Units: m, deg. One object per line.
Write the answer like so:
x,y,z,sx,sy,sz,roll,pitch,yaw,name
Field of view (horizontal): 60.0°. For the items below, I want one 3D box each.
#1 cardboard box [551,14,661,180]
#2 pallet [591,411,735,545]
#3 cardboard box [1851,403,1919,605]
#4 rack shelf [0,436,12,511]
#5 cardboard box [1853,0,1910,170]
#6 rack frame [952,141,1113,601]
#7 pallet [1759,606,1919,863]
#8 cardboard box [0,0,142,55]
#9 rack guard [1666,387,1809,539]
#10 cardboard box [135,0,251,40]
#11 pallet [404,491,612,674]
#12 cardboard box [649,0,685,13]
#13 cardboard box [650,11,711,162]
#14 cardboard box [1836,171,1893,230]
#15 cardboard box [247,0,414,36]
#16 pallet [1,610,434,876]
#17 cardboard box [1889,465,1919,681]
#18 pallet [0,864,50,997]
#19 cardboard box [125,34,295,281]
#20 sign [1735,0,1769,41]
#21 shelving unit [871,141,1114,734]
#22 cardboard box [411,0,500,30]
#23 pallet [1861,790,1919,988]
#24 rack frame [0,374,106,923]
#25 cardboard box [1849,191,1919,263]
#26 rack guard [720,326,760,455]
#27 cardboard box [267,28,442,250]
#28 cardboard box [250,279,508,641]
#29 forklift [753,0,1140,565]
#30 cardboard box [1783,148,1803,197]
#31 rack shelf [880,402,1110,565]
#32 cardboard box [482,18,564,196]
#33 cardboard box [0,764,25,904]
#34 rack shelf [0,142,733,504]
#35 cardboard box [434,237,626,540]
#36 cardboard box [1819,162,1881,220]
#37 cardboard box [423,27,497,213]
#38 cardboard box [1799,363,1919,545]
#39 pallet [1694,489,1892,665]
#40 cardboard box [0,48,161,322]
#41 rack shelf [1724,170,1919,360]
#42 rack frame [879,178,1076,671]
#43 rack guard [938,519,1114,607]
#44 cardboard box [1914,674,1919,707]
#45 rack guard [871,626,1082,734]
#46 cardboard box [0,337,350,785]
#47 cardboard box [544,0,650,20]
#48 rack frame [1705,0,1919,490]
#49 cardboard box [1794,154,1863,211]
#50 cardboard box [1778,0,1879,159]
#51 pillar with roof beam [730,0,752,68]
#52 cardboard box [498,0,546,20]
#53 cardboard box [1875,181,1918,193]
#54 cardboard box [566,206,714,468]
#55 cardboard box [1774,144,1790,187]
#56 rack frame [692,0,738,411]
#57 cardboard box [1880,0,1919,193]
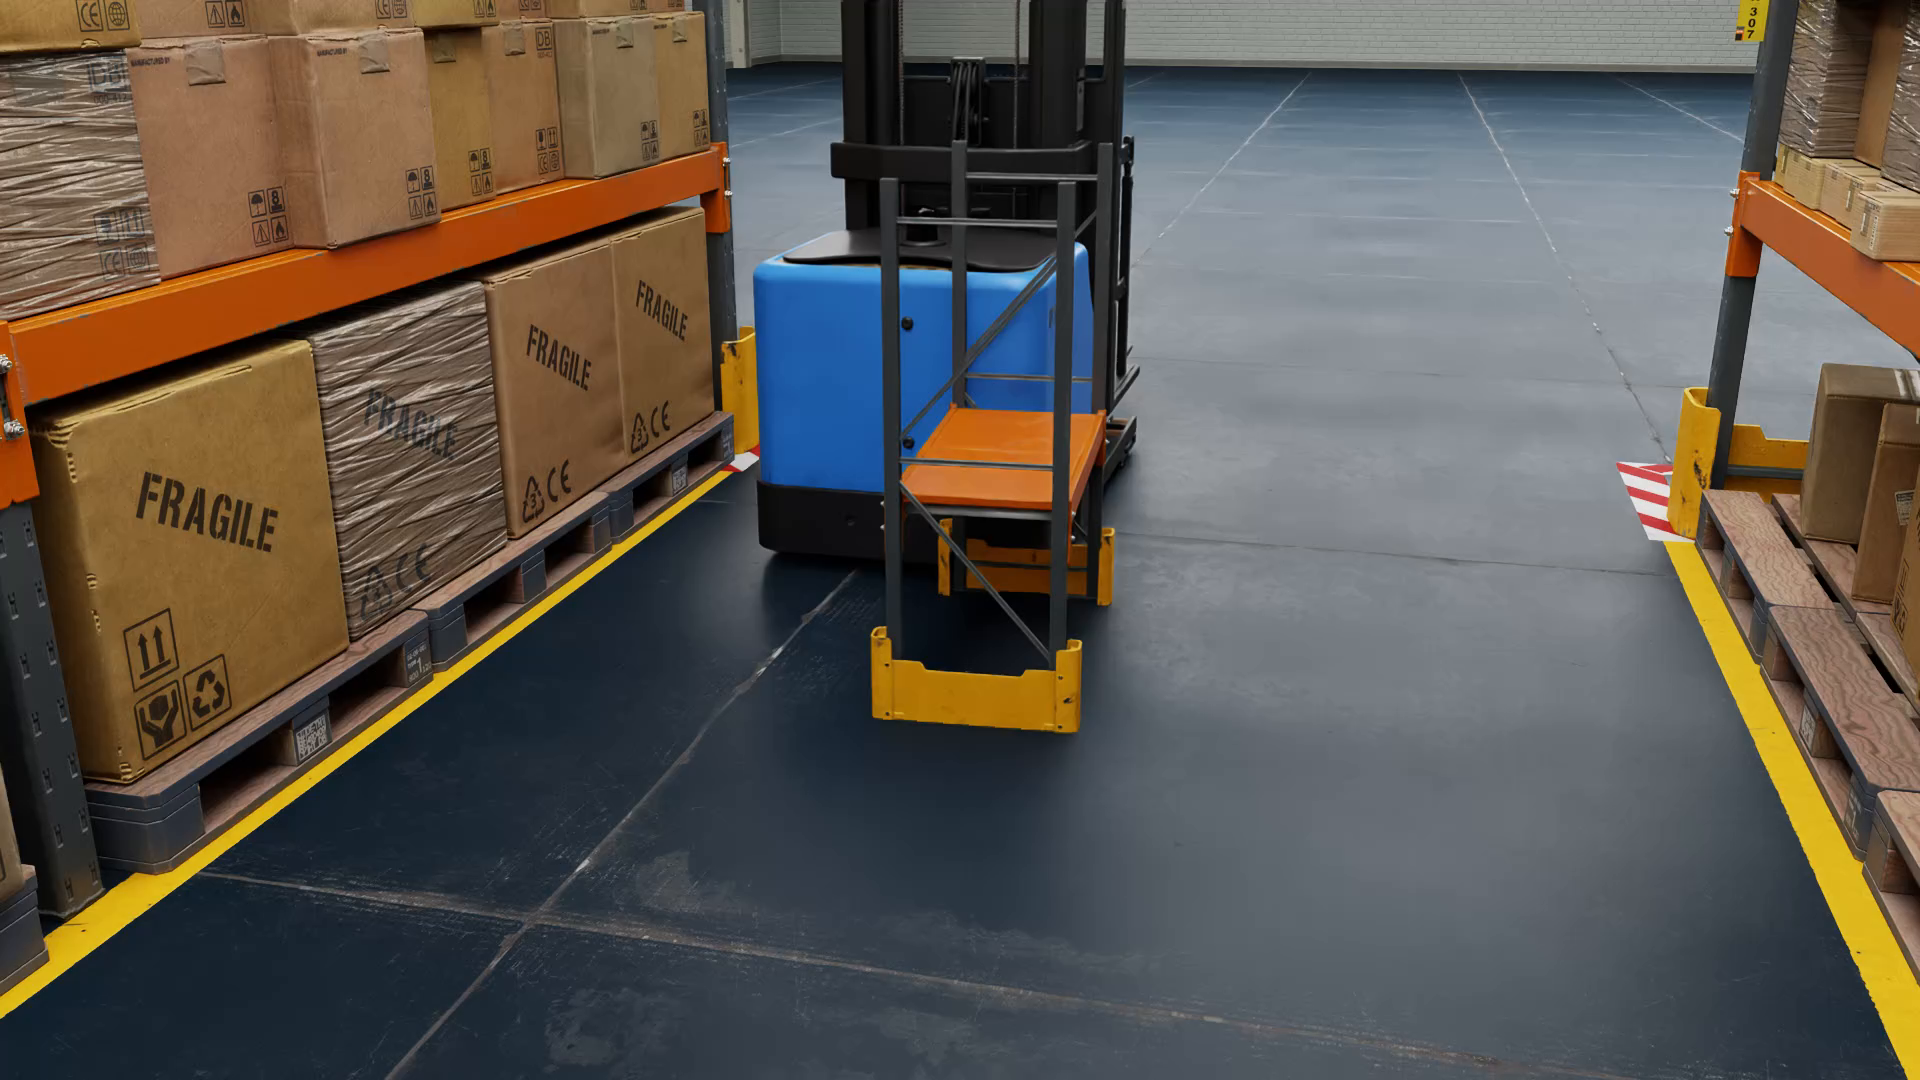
-1.639,-1.658,6.169,0.875,0.550,0.550,5,19,13,cardboard box
-1.598,-0.305,6.753,1.003,0.211,1.213,5,19,13,pallet
3.024,-0.089,5.025,0.500,0.500,0.500,10,21,28,cardboard box
-2.945,0.340,1.664,1.077,0.370,4.000,5,19,13,rack shelf
3.139,-1.309,4.765,0.875,0.500,0.500,5,19,13,cardboard box
0.223,-0.523,5.399,0.500,1.500,0.032,3,19,10,rack frame
2.755,0.519,4.342,1.003,0.211,1.213,5,19,13,pallet
-2.333,-1.322,3.515,0.875,0.550,0.550,5,19,13,cardboard box
3.288,-0.251,6.149,1.175,0.500,0.348,5,19,13,rack guard
-2.311,-1.504,4.047,0.875,0.550,0.550,5,19,13,cardboard box
-1.898,0.077,5.637,1.003,0.211,1.213,5,19,13,pallet
-1.607,-2.350,6.523,0.875,0.550,0.550,5,19,13,cardboard box
-1.526,-1.832,6.679,0.875,0.550,0.550,5,19,13,cardboard box
2.741,-0.956,4.736,0.380,0.149,0.250,5,19,13,cardboard box
-2.046,-1.662,4.510,0.875,0.550,0.550,5,19,13,cardboard box
-2.194,0.460,4.514,1.003,0.211,1.213,5,19,13,pallet
2.853,0.106,4.455,0.500,0.500,0.500,7,20,18,cardboard box
-2.572,0.940,3.108,1.003,0.211,1.213,5,19,13,pallet
-2.265,-0.989,4.210,0.875,0.550,0.550,5,19,13,cardboard box
2.780,-1.910,5.800,0.100,0.325,0.005,5,19,13,sign
0.131,-0.358,4.917,0.587,1.500,1.083,3,19,10,shelving unit
-1.924,-1.829,4.999,0.875,0.550,0.500,5,19,13,cardboard box
2.459,0.902,3.219,1.003,0.211,1.213,5,19,13,pallet
-2.456,-0.627,3.383,1.000,3.000,0.127,5,19,13,rack frame
2.545,-0.806,4.294,0.380,0.149,0.250,5,19,13,cardboard box
-1.473,-0.706,7.480,1.175,0.500,0.348,5,19,13,rack guard
-2.019,-1.149,4.679,0.875,0.550,0.550,5,19,13,cardboard box
-2.018,-0.295,5.048,0.875,0.875,0.875,5,19,14,cardboard box
0.151,-1.719,6.686,1.130,2.935,3.031,5,19,14,forklift
2.926,-1.191,5.423,0.380,0.149,0.250,5,19,13,cardboard box
0.133,-0.191,4.983,0.538,0.185,1.000,3,19,10,rack shelf
-1.897,-1.492,5.684,0.875,0.550,0.550,5,19,13,cardboard box
-2.521,0.440,3.089,1.050,0.750,0.750,5,19,13,cardboard box
-1.968,-0.914,5.335,1.077,0.370,4.000,5,19,13,rack shelf
-1.793,-0.581,5.884,0.875,0.875,0.875,4,19,13,cardboard box
2.809,-1.034,4.963,0.380,0.149,0.250,5,19,13,cardboard box
-1.987,-1.323,5.188,0.875,0.550,0.500,5,19,13,cardboard box
3.137,-0.279,5.581,0.500,0.500,0.500,9,21,23,cardboard box
3.055,0.138,5.458,1.003,0.211,1.213,5,19,13,pallet
-2.378,-0.815,3.700,0.875,0.550,0.550,5,19,13,cardboard box
2.817,-0.490,4.095,1.077,0.370,4.000,5,19,13,rack shelf
0.043,-0.200,4.452,0.500,1.500,0.032,3,19,10,rack frame
0.219,0.075,5.583,0.587,0.250,0.087,3,19,10,rack guard
2.673,0.277,3.953,0.500,0.500,0.500,3,19,9,cardboard box
0.044,0.391,4.655,0.587,0.250,0.087,3,19,10,rack guard
-2.235,-0.012,4.220,0.875,0.875,0.875,5,19,14,cardboard box
-1.652,-2.170,5.997,0.875,0.550,0.550,5,19,13,cardboard box
3.306,-1.458,5.814,1.000,3.000,0.127,5,19,13,rack frame
2.850,-1.114,5.198,0.380,0.149,0.250,5,19,13,cardboard box
3.145,-1.475,5.252,0.875,0.500,0.500,5,19,13,cardboard box
-0.657,-14.386,34.383,9.100,9.000,0.400,5,19,13,pillar with roof beam
-1.921,-2.005,5.515,0.875,0.550,0.550,5,19,13,cardboard box
2.706,-0.876,4.500,0.380,0.149,0.250,5,19,13,cardboard box
-1.580,-0.856,6.692,0.875,0.875,0.875,5,19,14,cardboard box
3.005,-1.268,5.648,0.380,0.149,0.250,5,19,13,cardboard box
-1.479,-1.881,7.054,1.000,3.000,0.127,5,19,13,rack frame
2.975,-1.156,4.316,0.875,0.500,0.500,5,19,13,cardboard box
